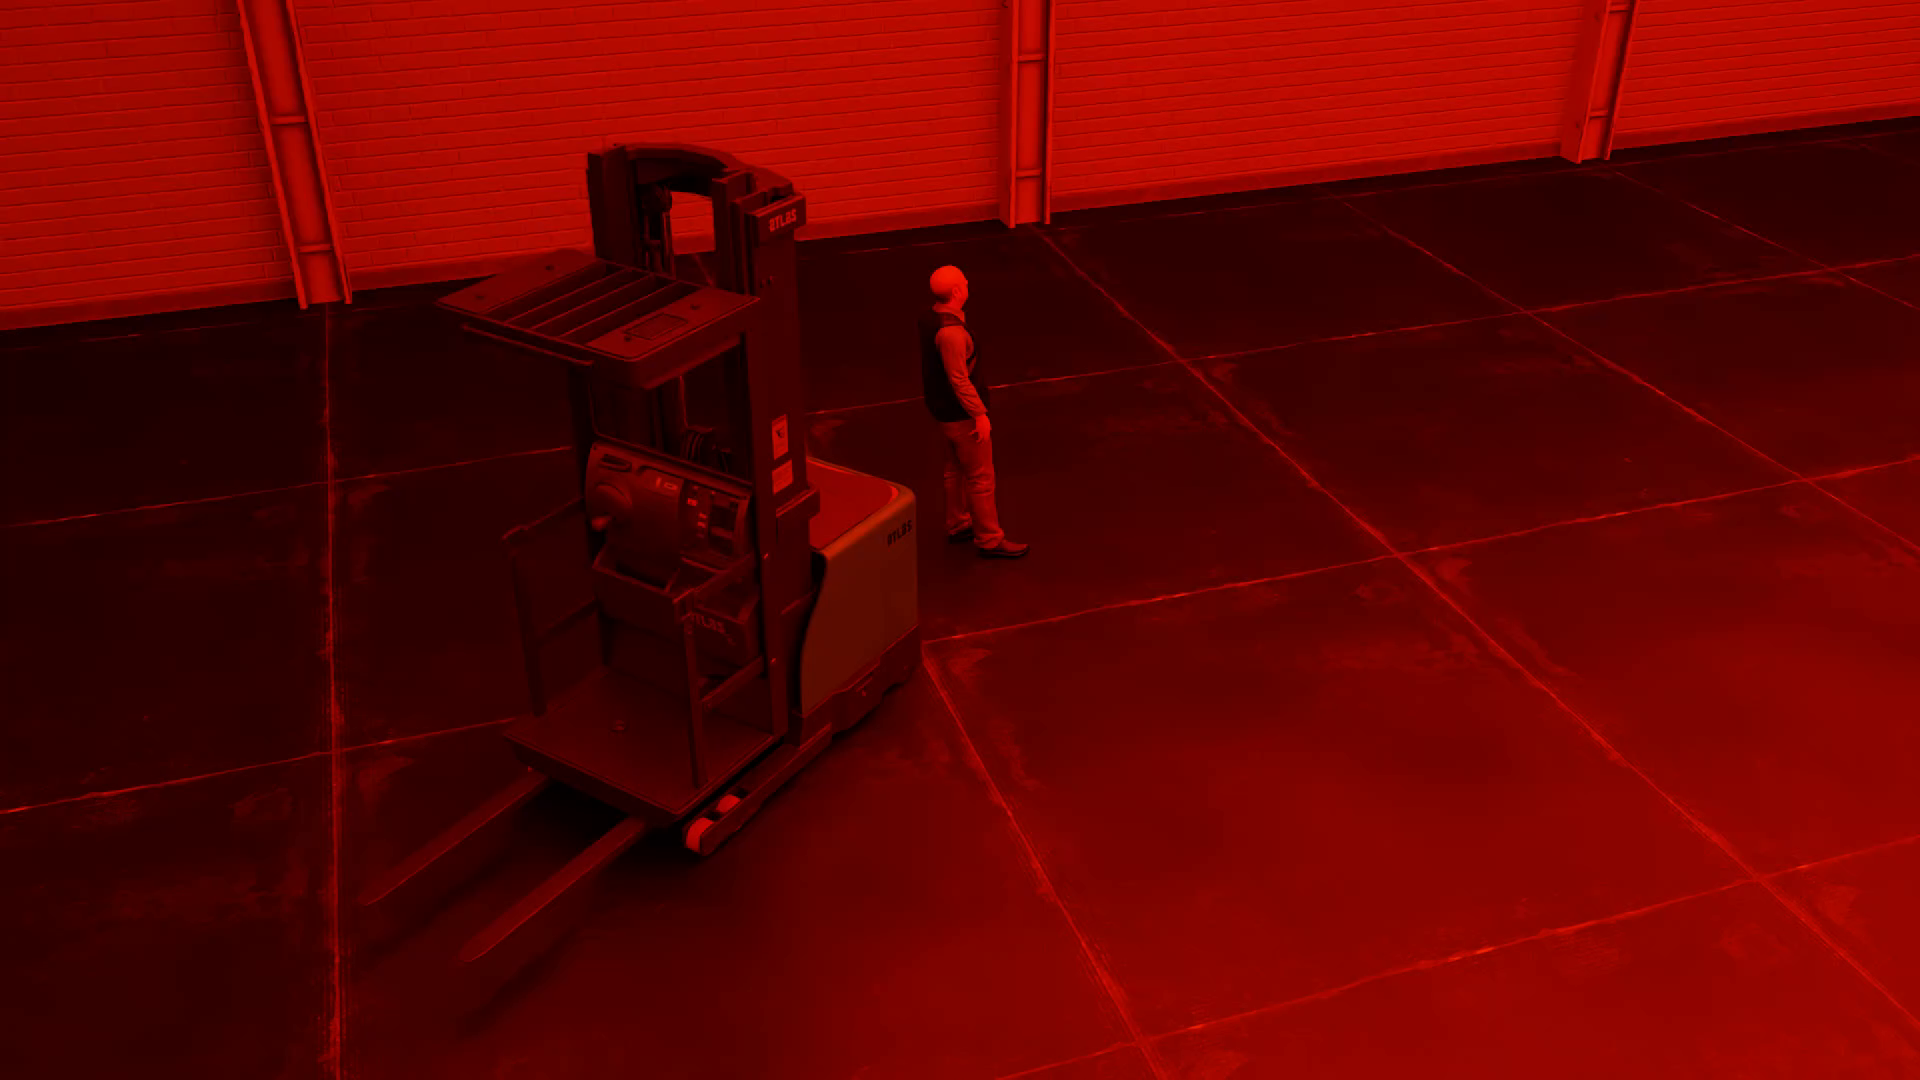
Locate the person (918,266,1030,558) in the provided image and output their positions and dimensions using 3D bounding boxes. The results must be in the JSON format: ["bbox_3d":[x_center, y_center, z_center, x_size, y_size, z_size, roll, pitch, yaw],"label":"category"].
[{"bbox_3d":[0.062,-0.759,9.605,0.566,1.722,0.633,-10,31,-16],"label":"person"}]

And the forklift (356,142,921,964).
[{"bbox_3d":[-1.427,-0.111,7.280,1.130,2.935,3.031,18,34,28],"label":"forklift"}]
